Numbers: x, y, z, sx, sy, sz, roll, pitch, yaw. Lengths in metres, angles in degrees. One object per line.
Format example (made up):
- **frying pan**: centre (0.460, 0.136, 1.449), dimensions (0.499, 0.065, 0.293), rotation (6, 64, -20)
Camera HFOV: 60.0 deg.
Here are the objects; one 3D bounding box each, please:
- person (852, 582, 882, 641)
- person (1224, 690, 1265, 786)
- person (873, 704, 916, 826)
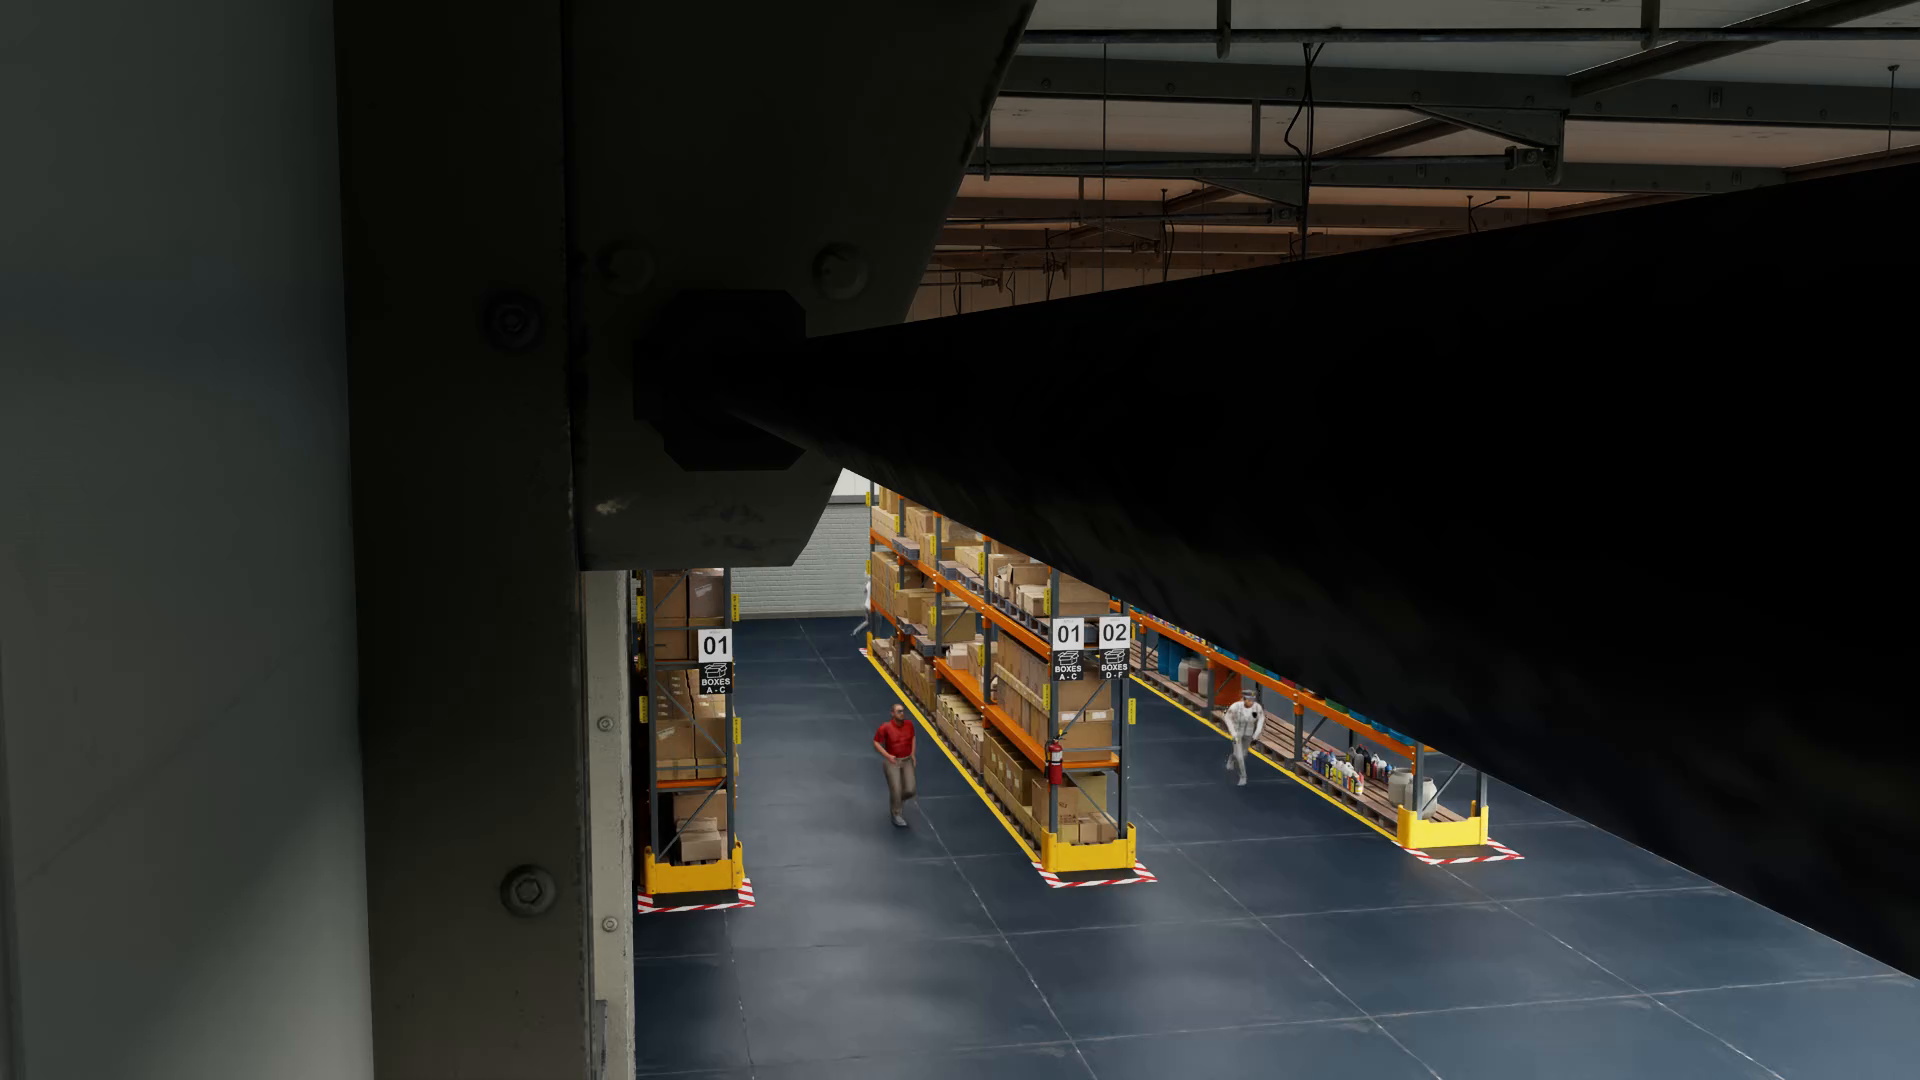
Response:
- **person**: centre (-1.964, 1.535, 37.858), dimensions (0.796, 1.703, 0.808), rotation (-5, 8, -39)
- **person**: centre (4.300, 2.963, 25.329), dimensions (0.626, 1.511, 0.963), rotation (-1, 6, -6)
- **person**: centre (-0.873, 3.095, 23.002), dimensions (0.667, 1.692, 0.600), rotation (-3, 7, -27)
